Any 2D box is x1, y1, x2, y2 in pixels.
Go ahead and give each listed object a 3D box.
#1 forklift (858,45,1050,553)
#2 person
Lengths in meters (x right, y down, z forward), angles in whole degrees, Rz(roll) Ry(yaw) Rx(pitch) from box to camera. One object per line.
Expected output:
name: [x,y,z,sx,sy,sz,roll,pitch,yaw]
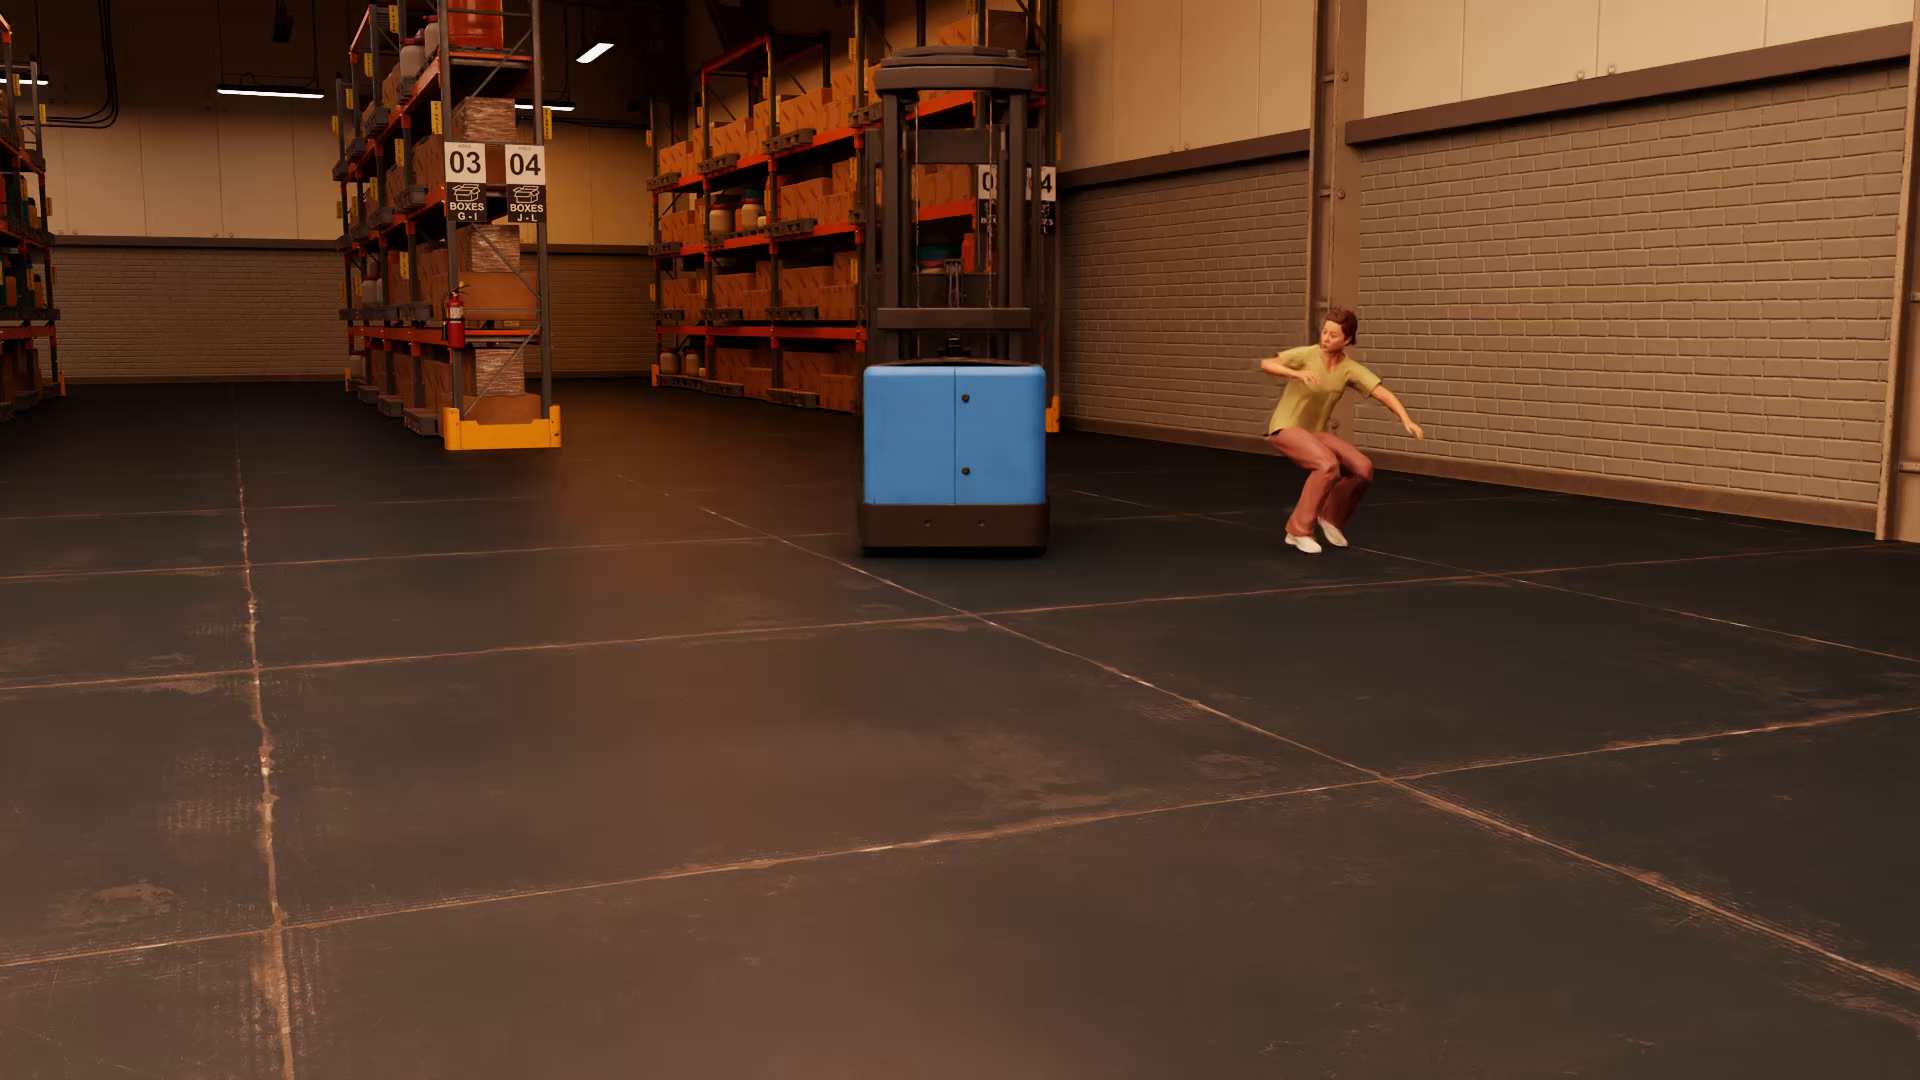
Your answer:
forklift: [-0.045,-1.540,10.624,1.130,2.935,3.031,0,8,-1]
person: [2.142,-0.618,9.565,0.708,1.398,0.830,-4,9,-29]
